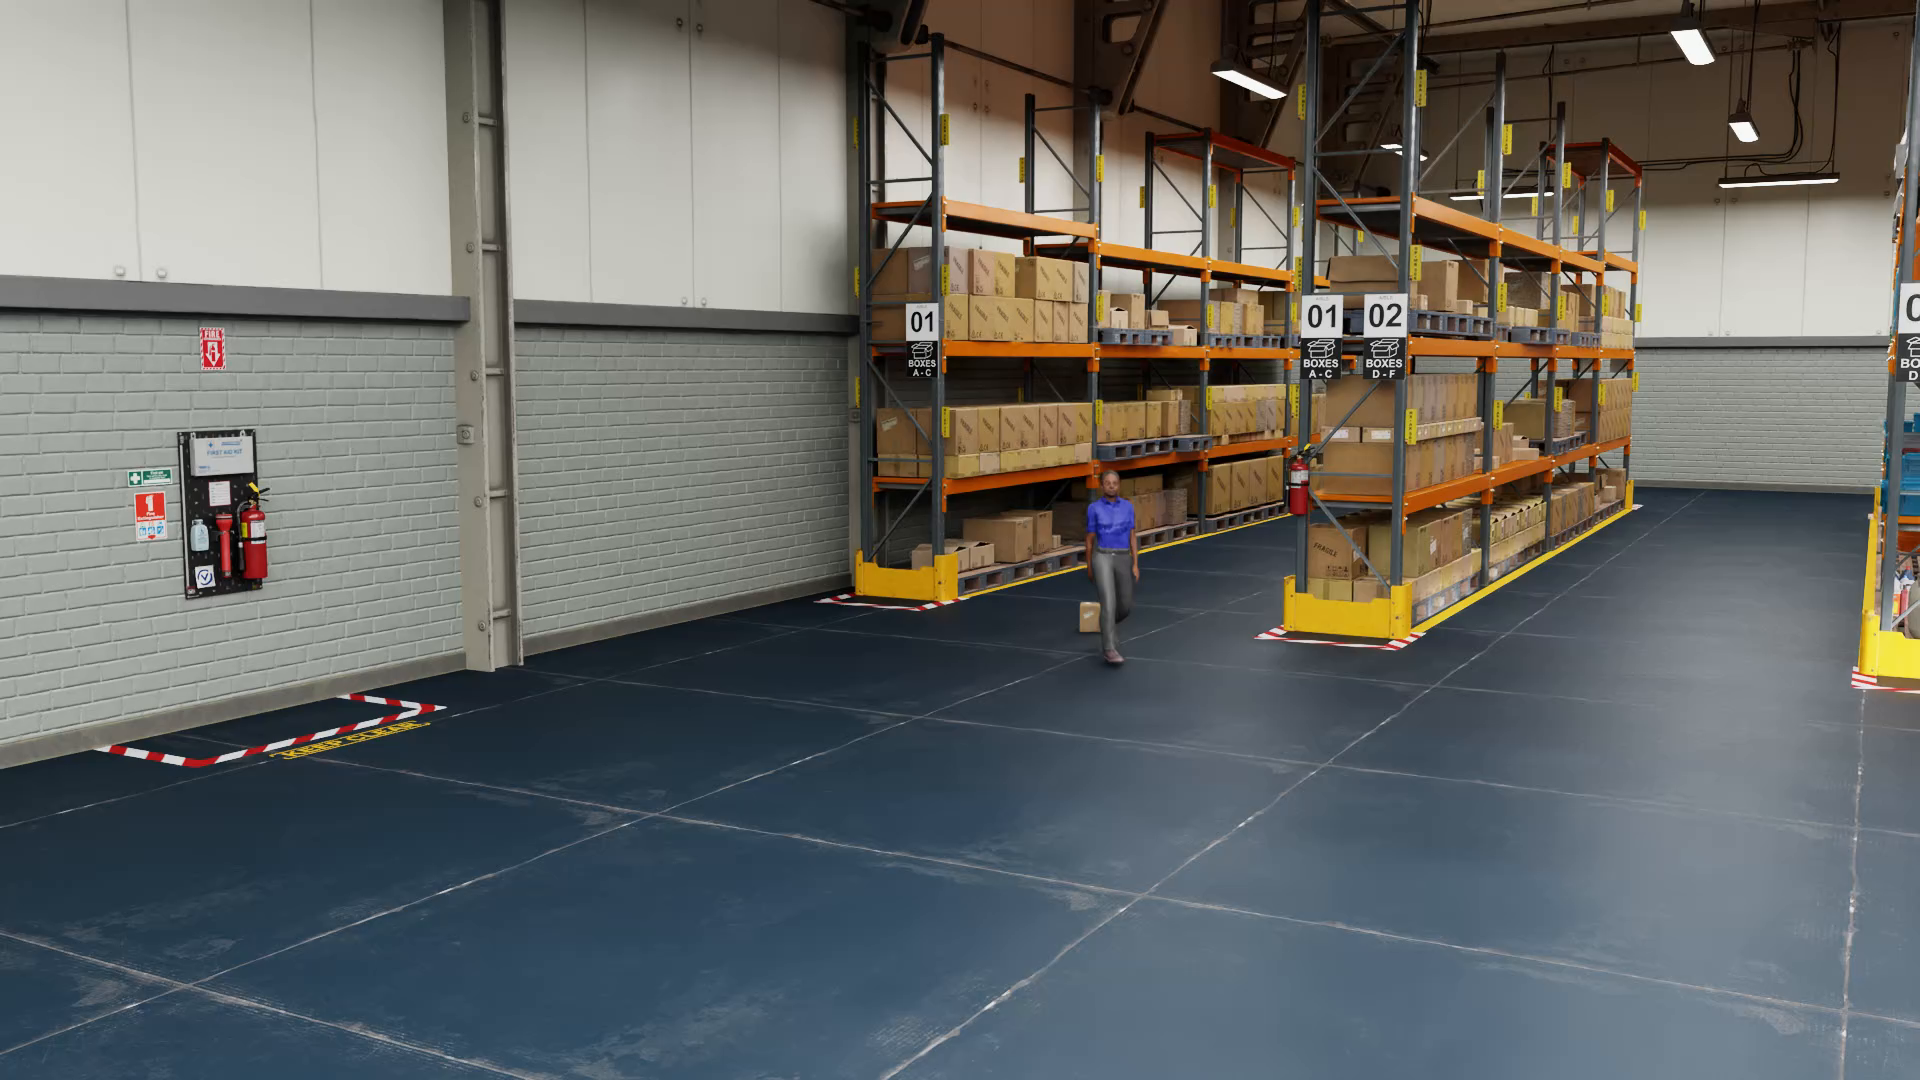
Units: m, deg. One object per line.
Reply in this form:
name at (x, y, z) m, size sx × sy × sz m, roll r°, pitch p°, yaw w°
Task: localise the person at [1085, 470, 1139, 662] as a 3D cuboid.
person at (1.305, 0.200, 14.387) m, size 0.438 × 1.614 × 0.840 m, roll -1°, pitch 6°, yaw -14°
